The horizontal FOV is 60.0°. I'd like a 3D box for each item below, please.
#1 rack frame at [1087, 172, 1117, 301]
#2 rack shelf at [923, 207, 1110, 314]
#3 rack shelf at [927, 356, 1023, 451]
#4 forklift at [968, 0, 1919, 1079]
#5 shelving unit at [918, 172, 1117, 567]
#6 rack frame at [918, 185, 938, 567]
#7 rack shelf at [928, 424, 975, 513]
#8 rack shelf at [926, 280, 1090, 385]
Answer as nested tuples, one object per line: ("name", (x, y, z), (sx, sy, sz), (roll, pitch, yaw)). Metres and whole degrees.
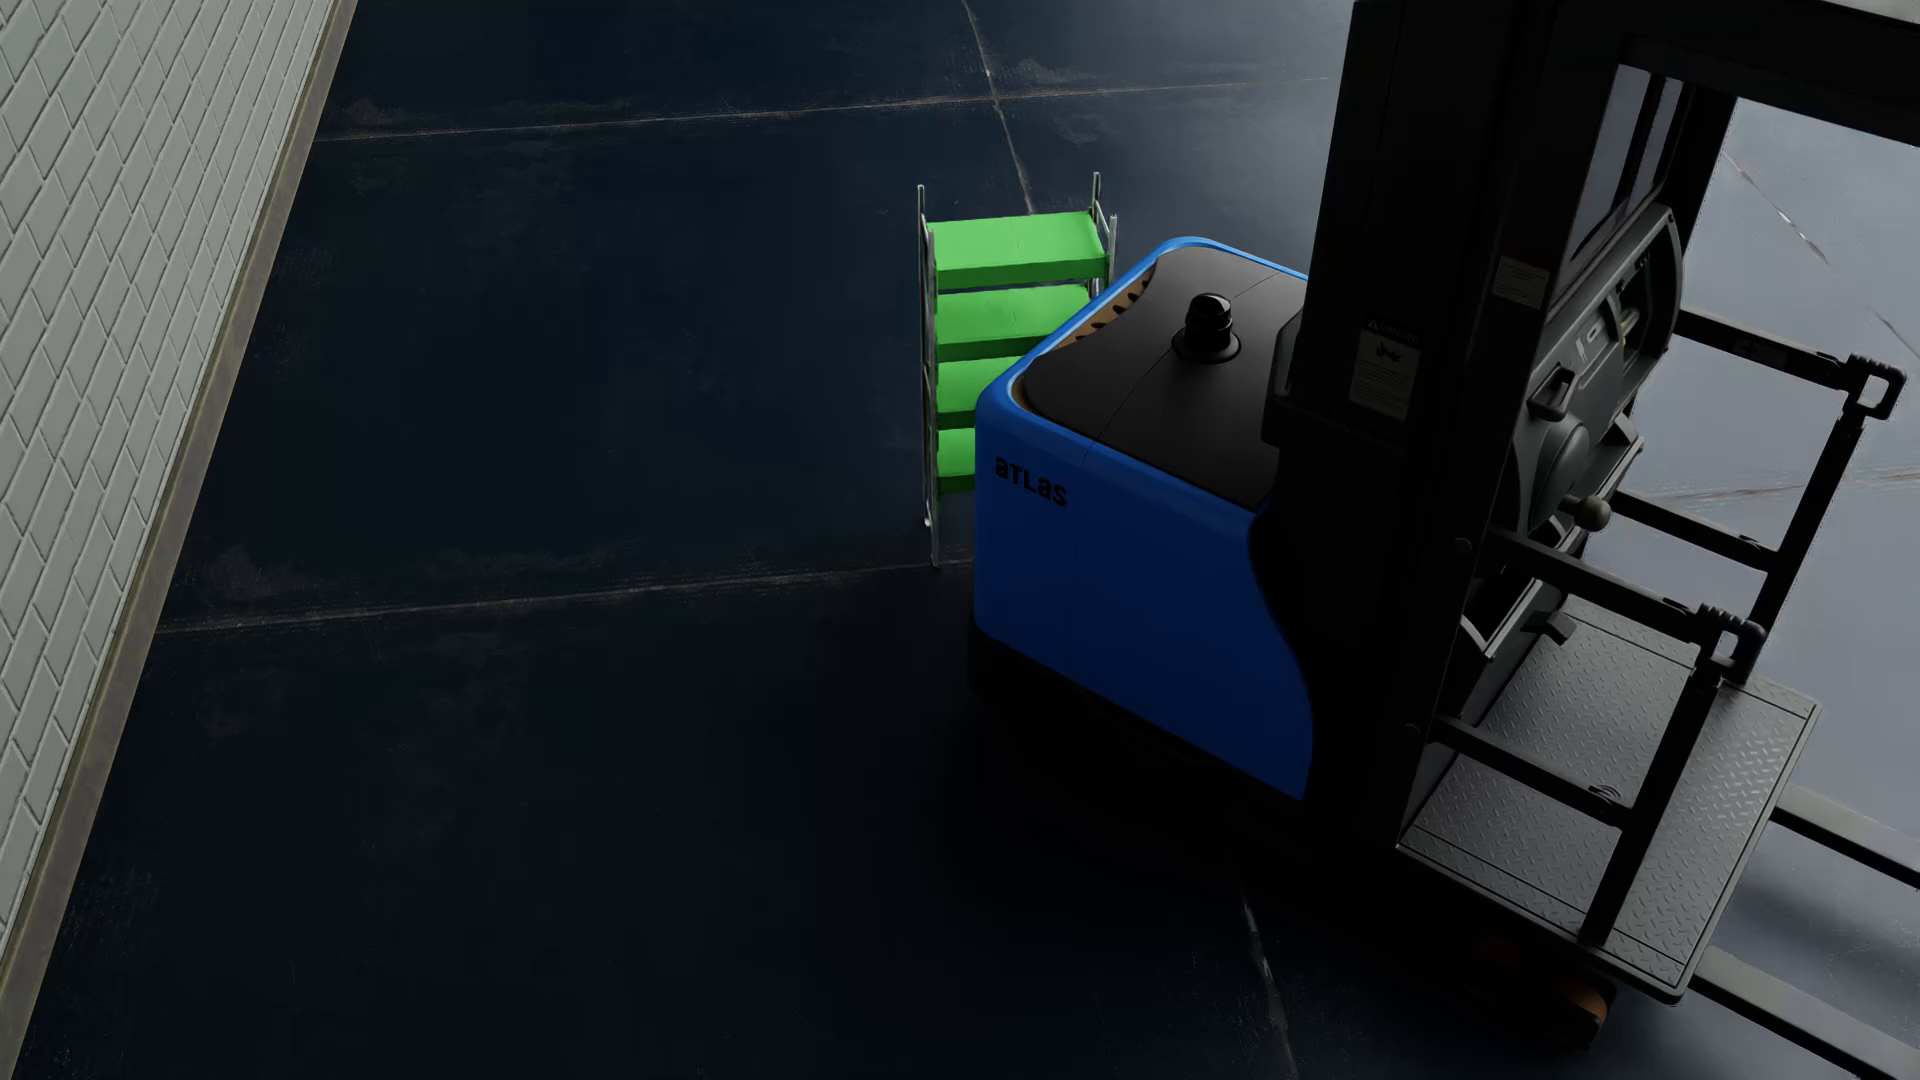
("rack frame", (0.392, -0.487, 4.894), (0.015, 1.200, 0.240), (-5, 42, -6))
("rack shelf", (0.150, -0.773, 4.590), (0.480, 0.148, 0.258), (-5, 42, -6))
("rack shelf", (0.150, -0.417, 4.911), (0.480, 0.148, 0.258), (-5, 42, -6))
("forklift", (1.506, -0.306, 3.401), (3.031, 2.935, 1.130), (27, 48, 26))
("shelving unit", (0.150, -0.465, 4.869), (0.503, 1.200, 0.258), (-5, 42, -6))
("rack frame", (-0.092, -0.442, 4.843), (0.015, 1.200, 0.240), (-5, 42, -6))
("rack shelf", (0.150, -0.239, 5.072), (0.480, 0.148, 0.258), (-5, 42, -6))
("rack shelf", (0.150, -0.595, 4.750), (0.480, 0.148, 0.258), (-5, 42, -6))
